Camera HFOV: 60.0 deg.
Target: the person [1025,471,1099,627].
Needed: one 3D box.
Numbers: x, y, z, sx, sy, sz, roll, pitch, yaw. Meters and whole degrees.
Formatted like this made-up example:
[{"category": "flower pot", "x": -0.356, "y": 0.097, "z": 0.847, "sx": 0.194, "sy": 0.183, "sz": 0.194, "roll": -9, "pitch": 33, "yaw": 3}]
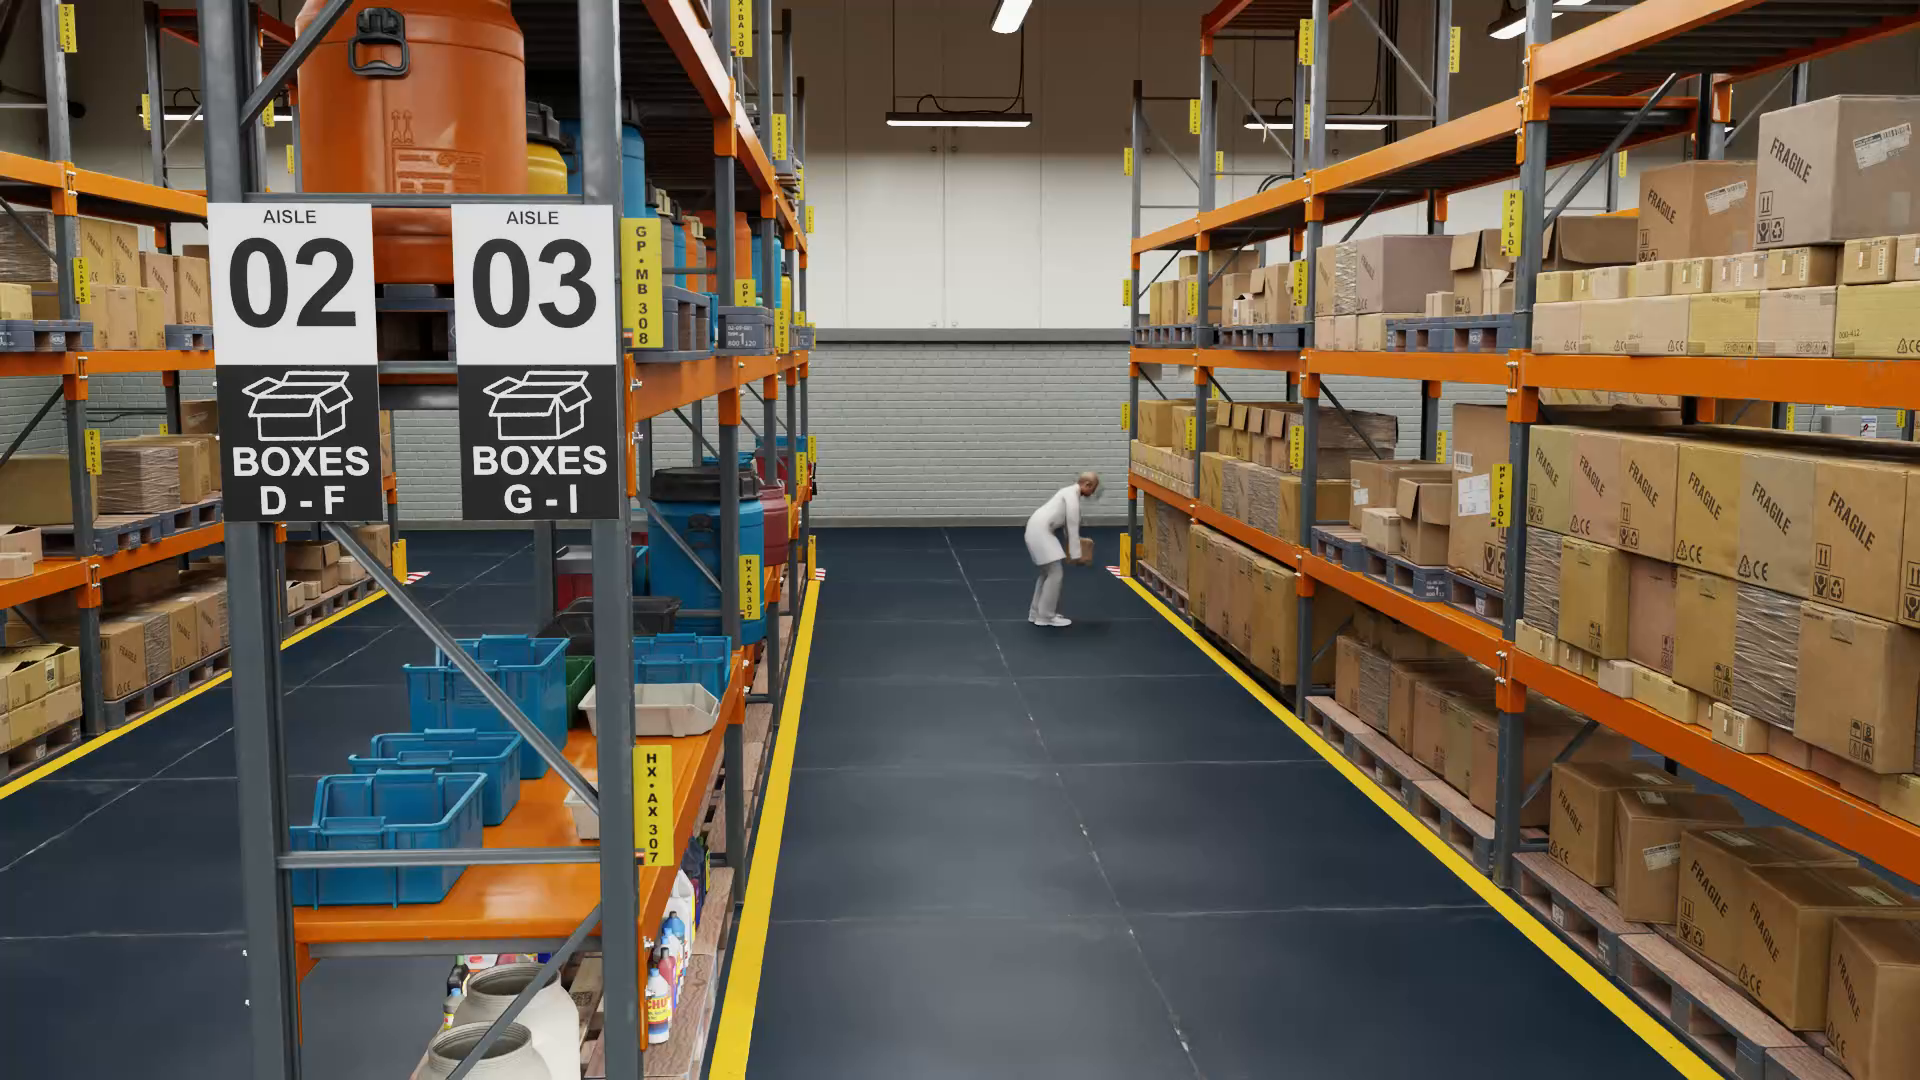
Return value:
[{"category": "person", "x": 1.042, "y": 0.087, "z": 16.997, "sx": 0.759, "sy": 1.564, "sz": 0.542, "roll": -1, "pitch": 7, "yaw": -5}]
